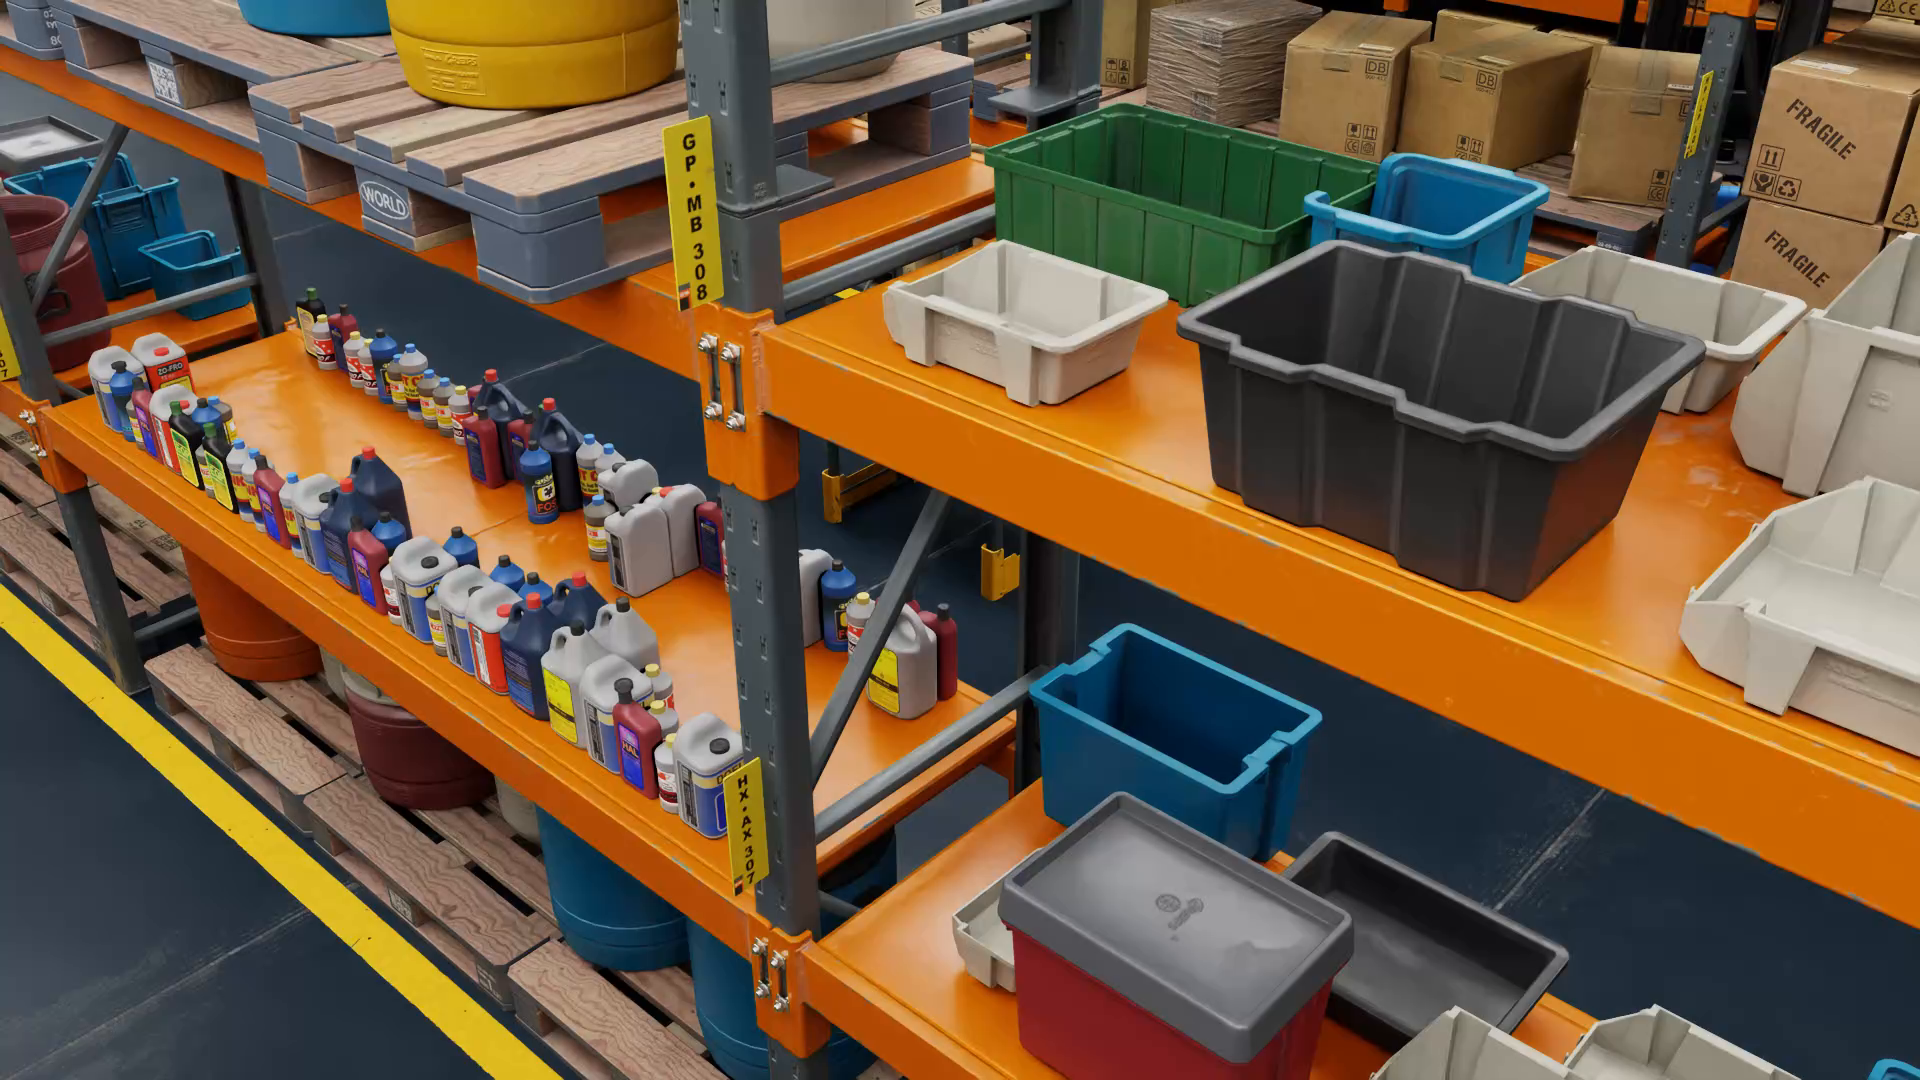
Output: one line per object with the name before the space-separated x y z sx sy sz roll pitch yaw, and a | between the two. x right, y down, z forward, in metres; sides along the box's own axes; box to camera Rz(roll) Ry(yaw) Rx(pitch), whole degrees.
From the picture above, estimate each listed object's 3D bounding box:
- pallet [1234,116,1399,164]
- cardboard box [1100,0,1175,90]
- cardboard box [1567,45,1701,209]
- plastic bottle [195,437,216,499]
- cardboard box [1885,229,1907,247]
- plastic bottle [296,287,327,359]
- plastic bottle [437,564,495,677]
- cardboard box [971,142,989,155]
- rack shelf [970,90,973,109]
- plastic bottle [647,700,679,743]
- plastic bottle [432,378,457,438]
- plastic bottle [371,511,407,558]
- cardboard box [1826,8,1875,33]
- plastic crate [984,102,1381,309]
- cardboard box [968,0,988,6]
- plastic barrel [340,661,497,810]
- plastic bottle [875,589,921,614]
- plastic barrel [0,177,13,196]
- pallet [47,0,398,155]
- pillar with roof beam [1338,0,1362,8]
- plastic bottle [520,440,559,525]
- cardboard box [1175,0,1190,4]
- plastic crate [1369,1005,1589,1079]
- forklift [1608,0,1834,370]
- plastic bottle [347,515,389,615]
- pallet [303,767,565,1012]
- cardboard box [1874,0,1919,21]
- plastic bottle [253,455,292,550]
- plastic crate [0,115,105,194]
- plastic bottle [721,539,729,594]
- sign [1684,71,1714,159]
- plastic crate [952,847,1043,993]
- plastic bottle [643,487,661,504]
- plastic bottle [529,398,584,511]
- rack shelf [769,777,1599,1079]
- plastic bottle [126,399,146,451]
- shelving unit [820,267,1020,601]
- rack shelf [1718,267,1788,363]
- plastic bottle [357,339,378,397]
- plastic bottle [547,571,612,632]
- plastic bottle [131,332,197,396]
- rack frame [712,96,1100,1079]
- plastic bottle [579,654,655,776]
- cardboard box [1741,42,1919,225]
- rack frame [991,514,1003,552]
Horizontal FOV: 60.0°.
pallet | 1.721 -2.000 8.350 1.213 0.211 1.003 25 39 35
cardboard box | 0.819 -2.801 8.991 0.500 0.500 0.700 12 33 19
cardboard box | 3.041 -1.841 7.396 0.500 0.500 0.700 12 33 19
plastic bottle | -2.437 -0.245 5.441 0.097 0.201 0.097 0 31 0
cardboard box | 3.819 -0.955 6.331 0.500 0.500 0.500 26 40 36
plastic bottle | -2.464 -0.834 6.340 0.133 0.283 0.061 25 39 35
plastic bottle | -1.339 0.217 4.602 0.135 0.276 0.152 25 39 35
cardboard box | 0.085 -2.289 10.359 0.500 0.311 0.500 27 40 37
rack shelf | -1.207 -3.137 10.751 4.000 0.370 1.077 25 39 35
plastic bottle | -0.756 0.497 4.209 0.097 0.201 0.097 0 31 0
plastic bottle | -1.787 -0.470 5.814 0.097 0.201 0.097 0 31 0
plastic bottle | -1.673 0.039 4.901 0.097 0.271 0.097 0 31 0
cardboard box | 5.758 -3.359 10.646 0.250 0.149 0.380 26 40 36
plastic crate | 0.432 -0.639 3.201 0.662 0.188 0.450 25 39 35
cardboard box | 0.215 -5.182 15.769 0.250 0.166 0.380 20 36 29
plastic barrel | -1.839 0.546 5.865 0.708 0.588 0.600 25 39 35
plastic bottle | -0.169 0.238 4.560 0.133 0.283 0.061 25 39 35
plastic barrel | -3.957 -1.183 6.698 0.421 0.512 0.421 0 31 0
pallet | -1.575 -1.306 4.285 1.213 0.211 1.003 25 39 35
pillar with roof beam | 0.325 -6.354 9.579 0.400 9.000 9.100 25 39 35
plastic bottle | -1.340 -0.190 5.283 0.097 0.271 0.097 0 31 0
cardboard box | 1.957 -4.551 14.398 0.500 0.500 0.700 26 39 36
plastic crate | 0.924 1.148 2.992 0.530 0.282 0.437 25 39 35
forklift | 4.399 -2.928 9.772 1.130 2.935 3.031 7 32 12
plastic bottle | -1.713 0.071 4.837 0.133 0.283 0.061 25 39 35
pallet | -1.538 1.013 5.862 1.213 0.211 1.003 25 39 35
cardboard box | 6.052 -3.507 10.262 0.500 0.500 0.500 24 39 34
plastic bottle | -2.121 -0.120 5.154 0.133 0.283 0.061 25 39 35
plastic crate | -4.043 -1.564 7.378 0.583 0.464 0.402 25 39 35
plastic bottle | -0.656 0.058 4.937 0.097 0.201 0.097 0 31 0
sign | 2.872 -1.652 6.462 0.005 0.325 0.100 25 39 35
plastic crate | 0.164 0.827 3.666 0.243 0.136 0.396 25 39 35
plastic bottle | -0.927 -0.068 5.147 0.097 0.201 0.097 0 31 0
plastic bottle | -1.291 -0.286 5.364 0.185 0.351 0.144 25 39 35
rack shelf | 1.398 1.524 3.007 4.000 0.370 1.077 25 39 35
plastic bottle | -2.807 -0.418 5.728 0.097 0.201 0.097 0 31 0
shelving unit | -0.057 -0.669 7.407 1.083 1.500 0.587 25 39 35
rack shelf | 4.725 -0.369 6.151 4.000 0.370 1.077 25 39 35
plastic bottle | -2.148 -0.638 6.094 0.097 0.201 0.097 0 31 0
plastic bottle | -1.026 0.233 4.503 0.185 0.351 0.144 25 39 35
plastic bottle | -2.845 -0.592 5.946 0.135 0.276 0.152 25 39 35
rack frame | -0.085 0.524 3.971 0.127 3.000 1.000 25 39 35
plastic bottle | -0.865 0.438 4.235 0.135 0.276 0.152 25 39 35
cardboard box | 3.402 -1.570 6.382 0.500 0.500 0.500 26 40 36
rack frame | 0.314 -0.496 7.120 0.032 1.500 0.500 25 39 35
